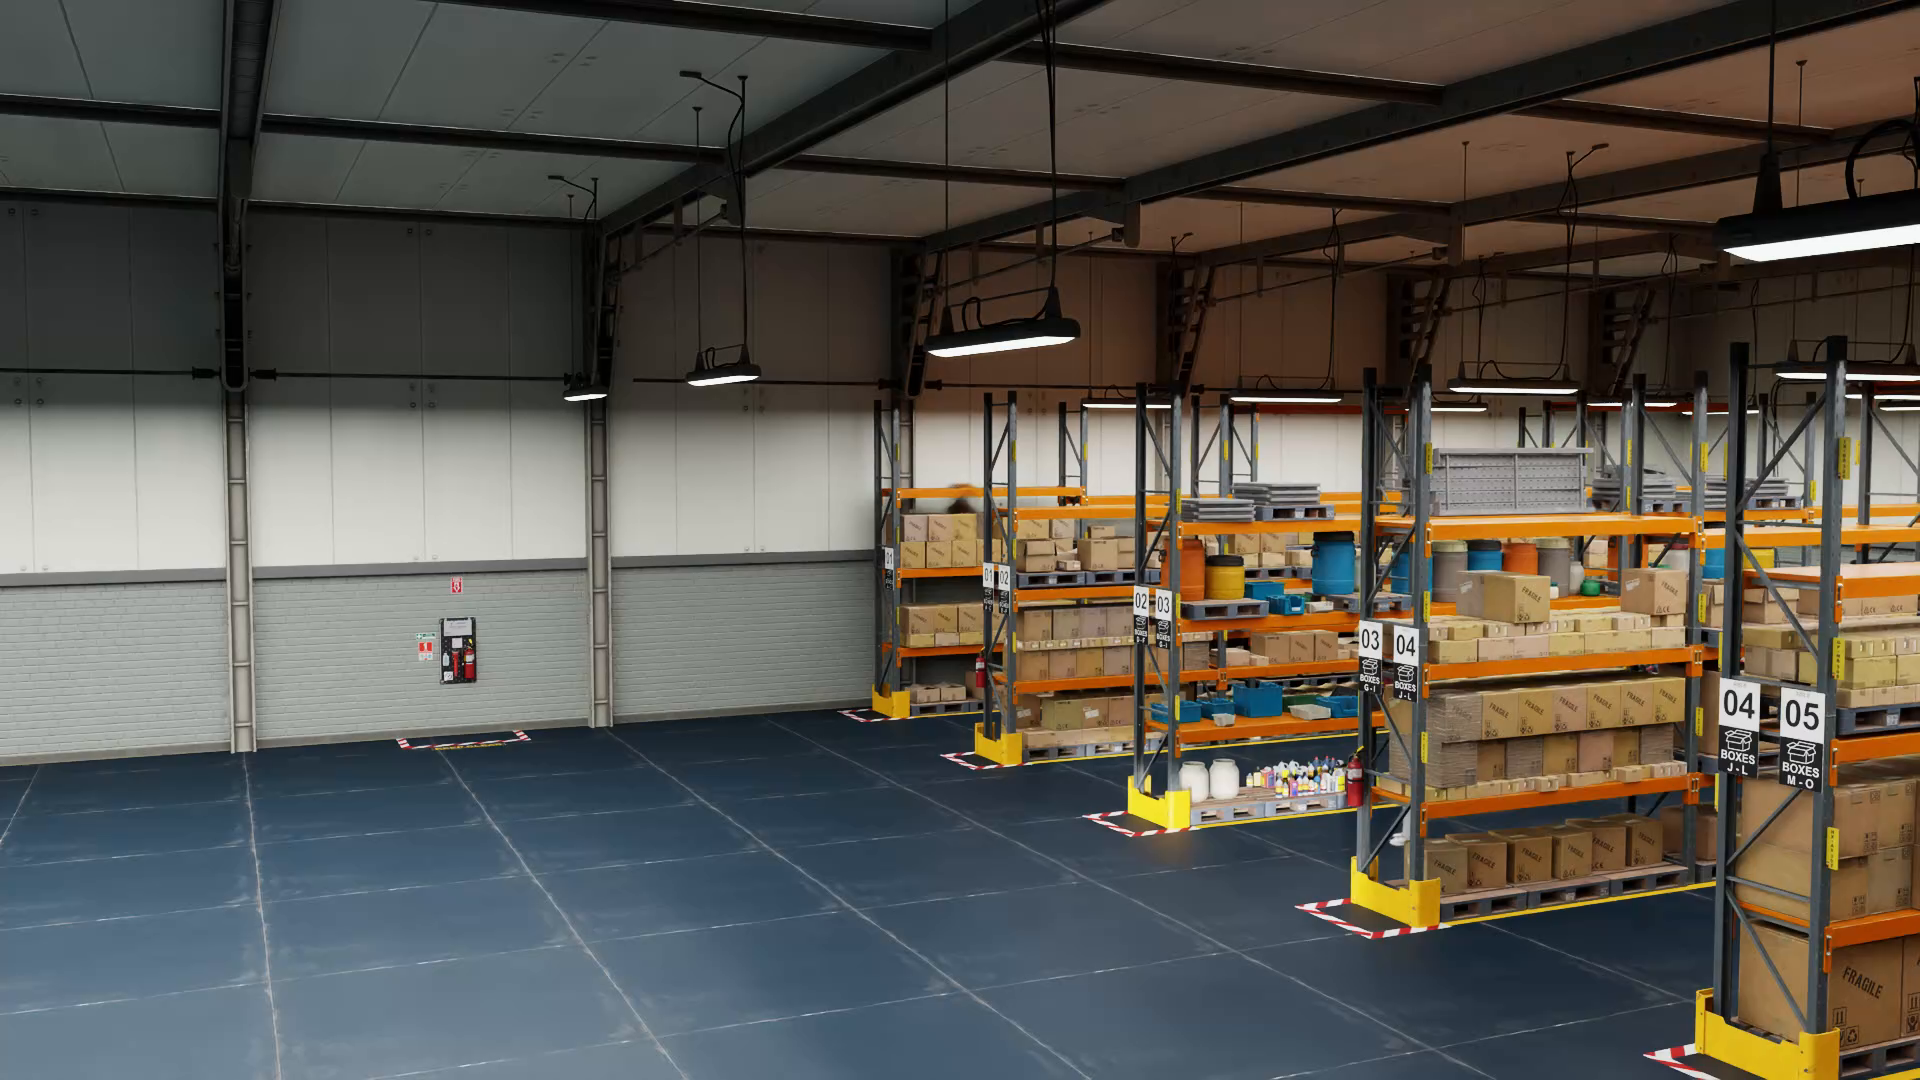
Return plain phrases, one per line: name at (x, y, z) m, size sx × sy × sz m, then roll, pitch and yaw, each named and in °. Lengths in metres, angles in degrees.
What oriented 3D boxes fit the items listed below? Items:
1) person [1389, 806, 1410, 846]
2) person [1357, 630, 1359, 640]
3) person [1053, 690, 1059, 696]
person at (5.787, 3.020, 21.434) m, size 0.420 × 1.786 × 0.608 m, roll 2°, pitch 4°, yaw 25°
person at (8.328, 2.330, 33.676) m, size 0.594 × 1.799 × 0.401 m, roll 0°, pitch 3°, yaw -6°
person at (1.758, 2.612, 29.661) m, size 0.948 × 1.640 × 0.616 m, roll -1°, pitch 4°, yaw -22°
